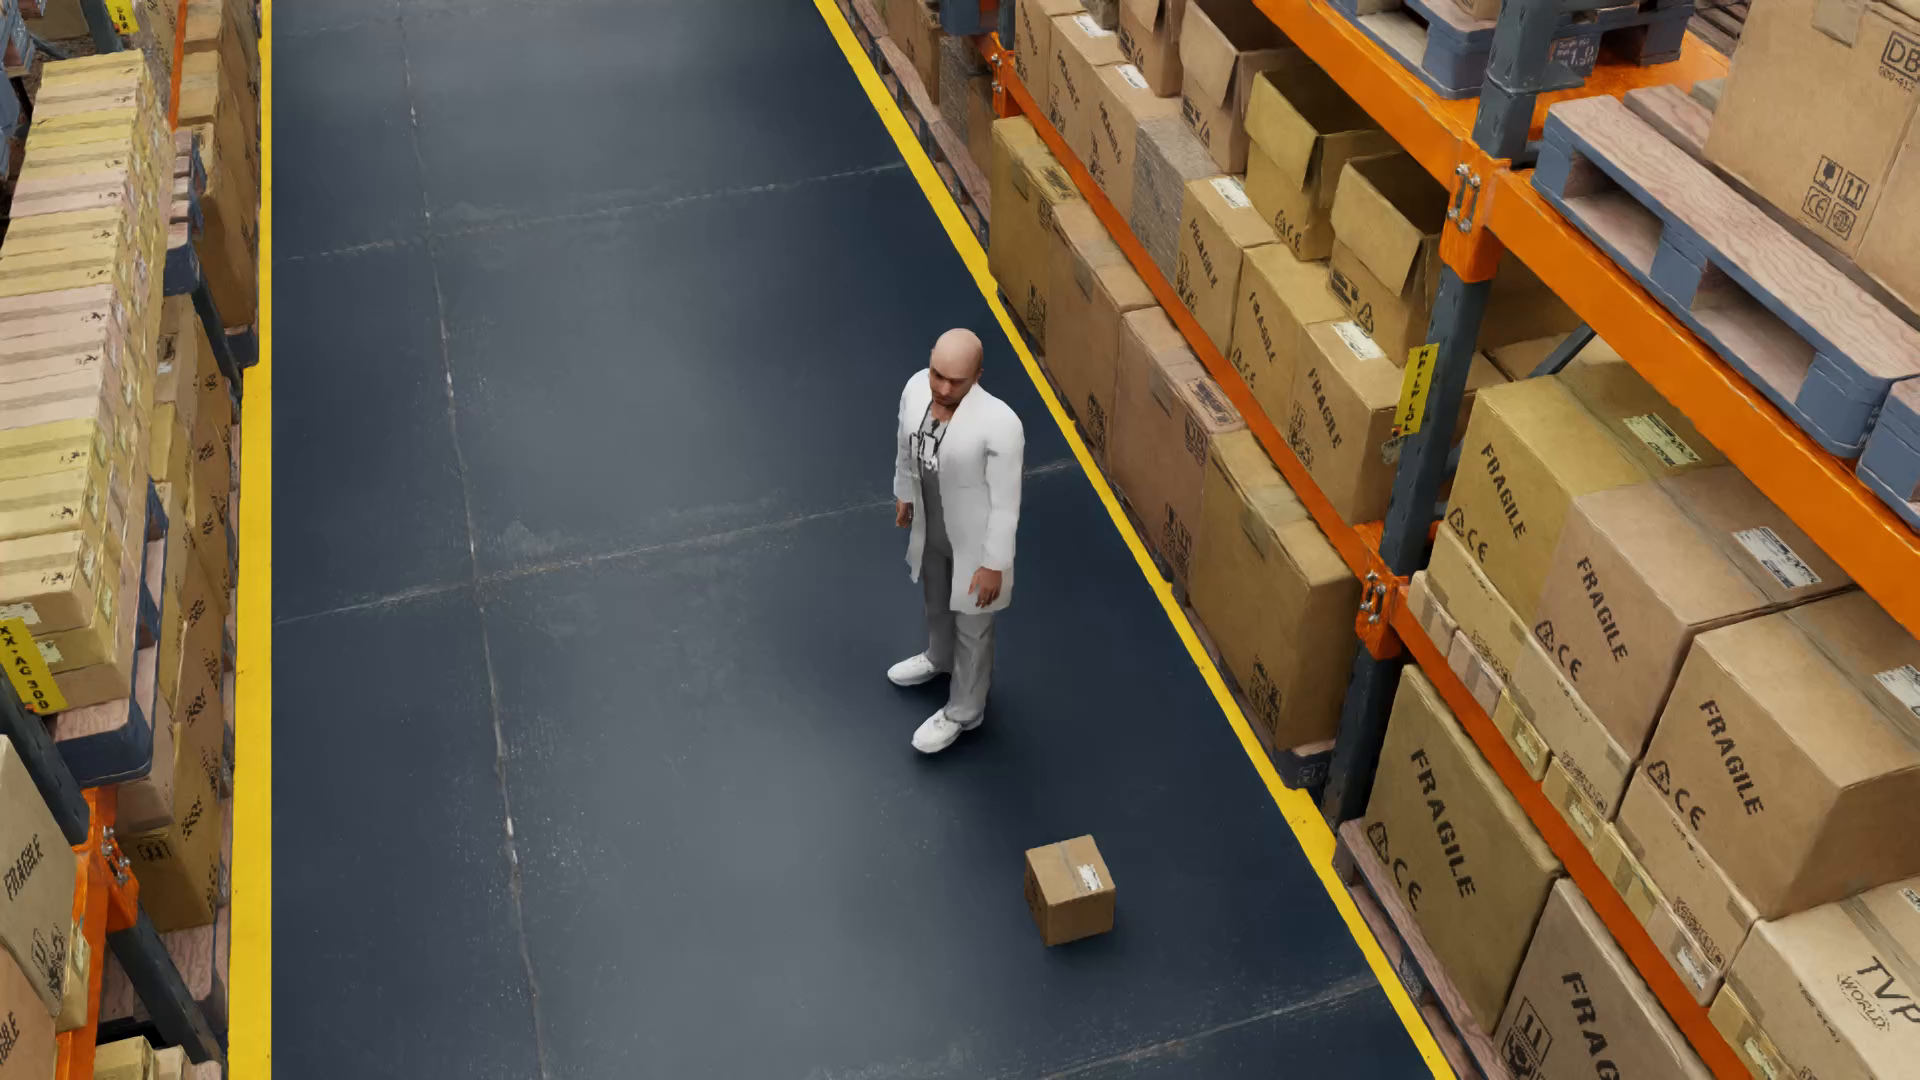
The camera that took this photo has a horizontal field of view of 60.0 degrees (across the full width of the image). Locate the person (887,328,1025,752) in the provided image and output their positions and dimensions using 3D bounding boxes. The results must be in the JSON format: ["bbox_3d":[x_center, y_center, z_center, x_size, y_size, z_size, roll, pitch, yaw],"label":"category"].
[{"bbox_3d":[-0.087,0.001,6.132,0.662,1.789,0.555,33,51,31],"label":"person"}]
